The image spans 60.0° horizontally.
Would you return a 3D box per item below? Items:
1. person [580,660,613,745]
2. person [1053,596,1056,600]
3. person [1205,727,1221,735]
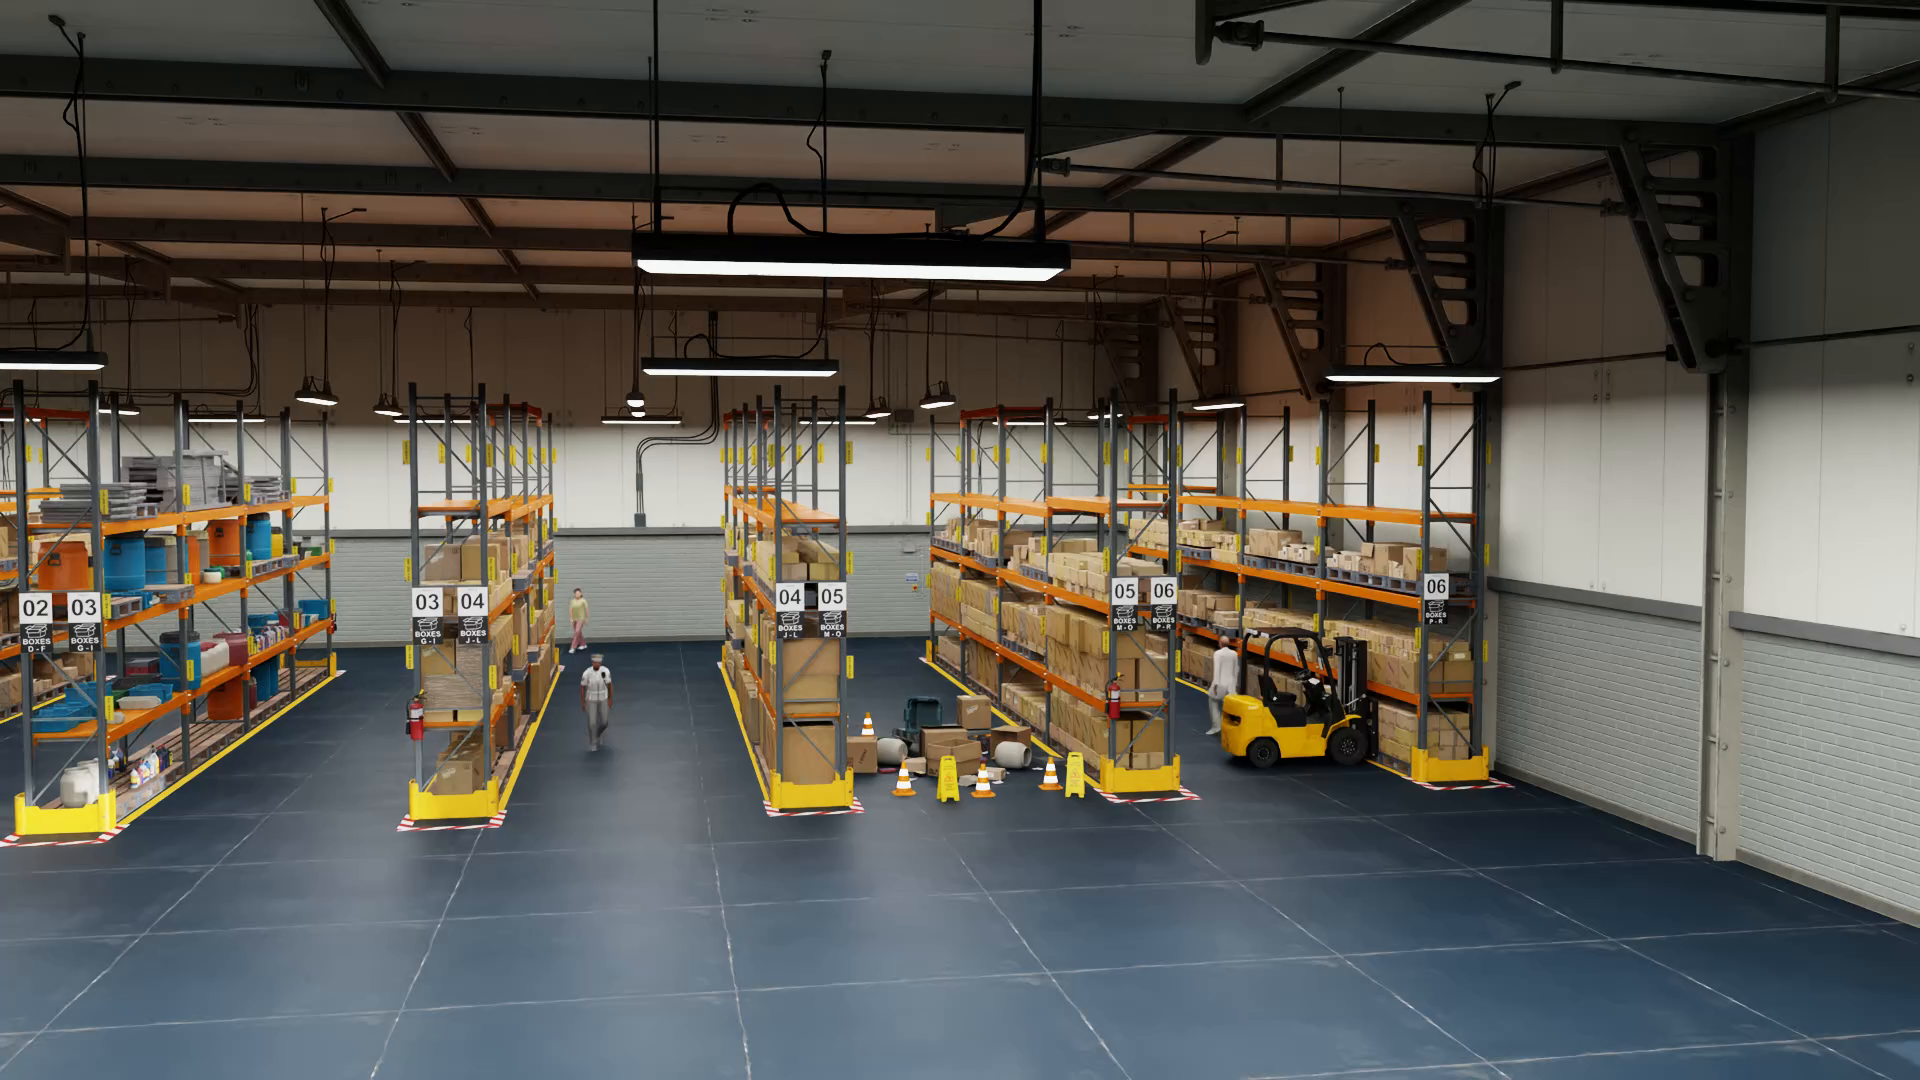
[{"bbox_3d":[-6.212,2.715,28.418,0.540,1.558,0.482,-1,3,-17],"label":"person"},{"bbox_3d":[2.248,2.025,41.709,1.077,1.712,0.540,0,3,5],"label":"person"},{"bbox_3d":[4.659,3.426,29.716,0.329,0.212,0.595,-1,3,-21],"label":"person"}]
